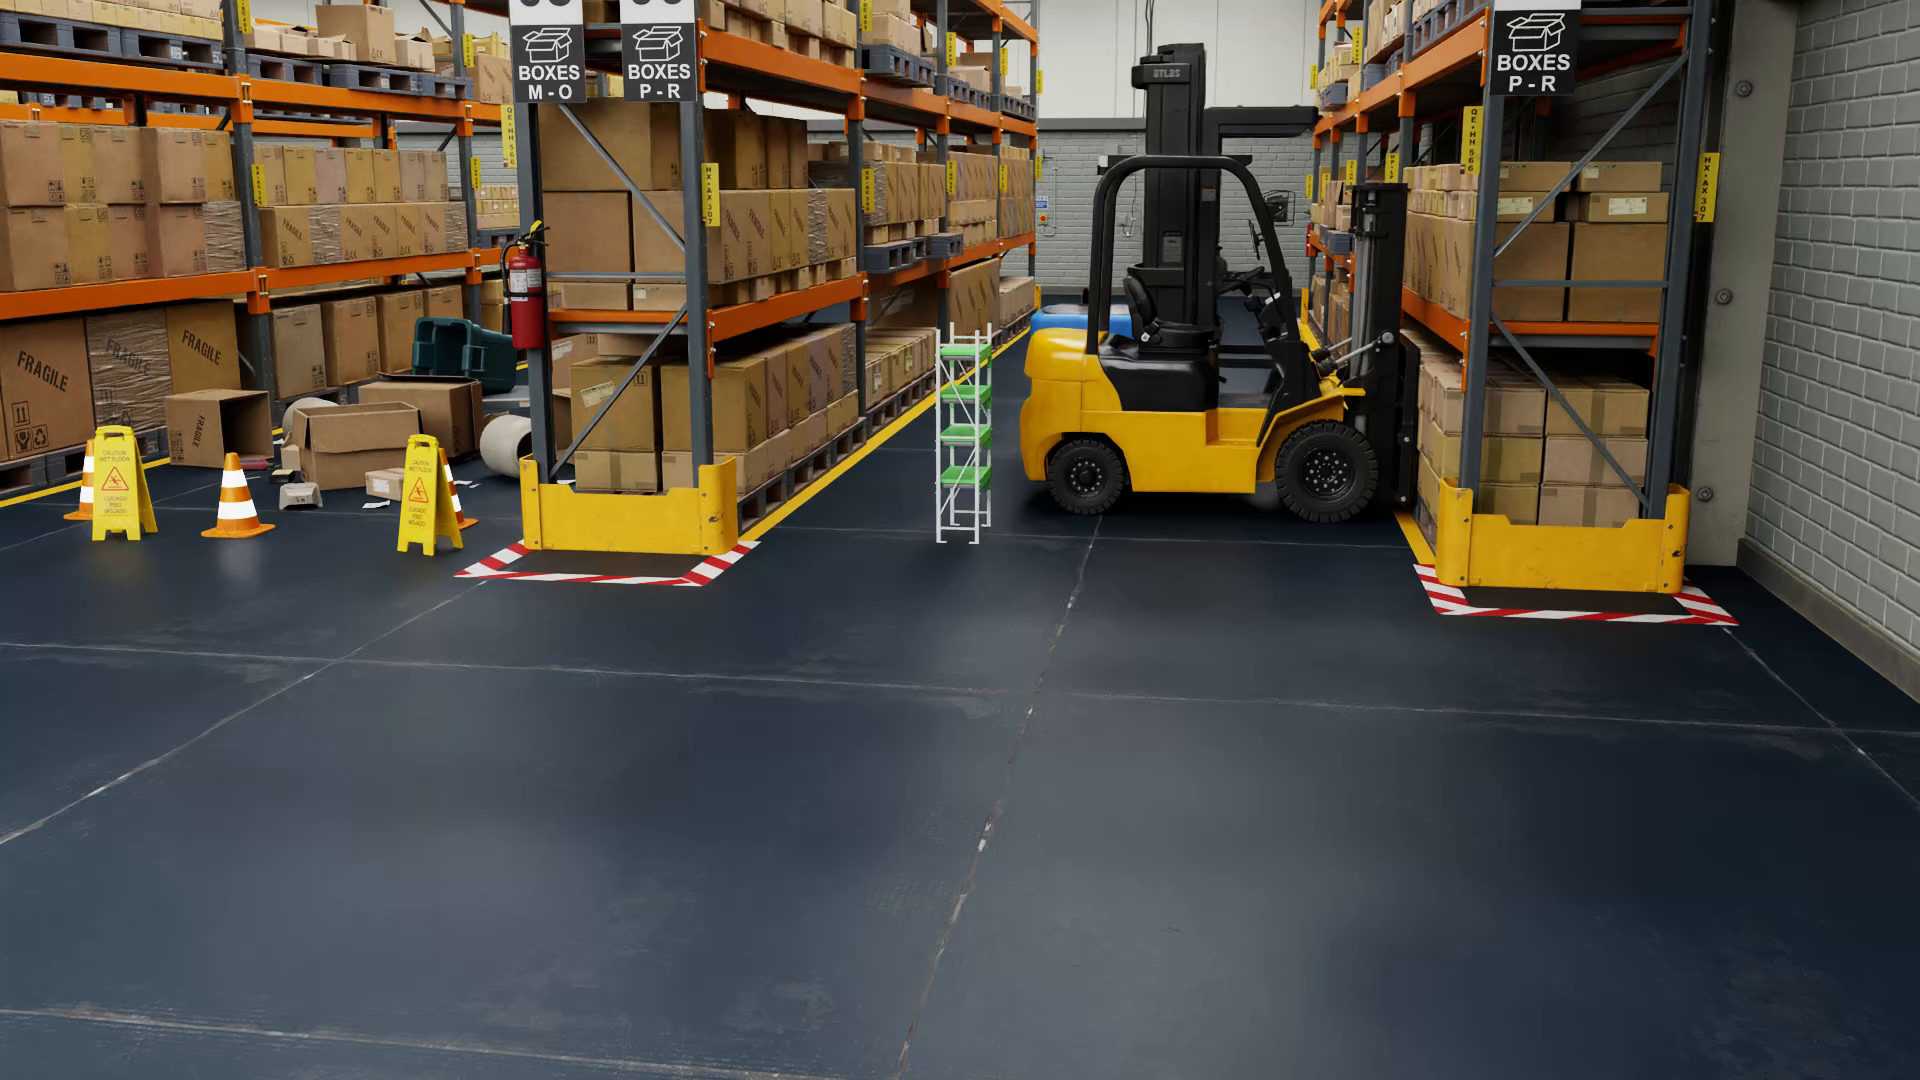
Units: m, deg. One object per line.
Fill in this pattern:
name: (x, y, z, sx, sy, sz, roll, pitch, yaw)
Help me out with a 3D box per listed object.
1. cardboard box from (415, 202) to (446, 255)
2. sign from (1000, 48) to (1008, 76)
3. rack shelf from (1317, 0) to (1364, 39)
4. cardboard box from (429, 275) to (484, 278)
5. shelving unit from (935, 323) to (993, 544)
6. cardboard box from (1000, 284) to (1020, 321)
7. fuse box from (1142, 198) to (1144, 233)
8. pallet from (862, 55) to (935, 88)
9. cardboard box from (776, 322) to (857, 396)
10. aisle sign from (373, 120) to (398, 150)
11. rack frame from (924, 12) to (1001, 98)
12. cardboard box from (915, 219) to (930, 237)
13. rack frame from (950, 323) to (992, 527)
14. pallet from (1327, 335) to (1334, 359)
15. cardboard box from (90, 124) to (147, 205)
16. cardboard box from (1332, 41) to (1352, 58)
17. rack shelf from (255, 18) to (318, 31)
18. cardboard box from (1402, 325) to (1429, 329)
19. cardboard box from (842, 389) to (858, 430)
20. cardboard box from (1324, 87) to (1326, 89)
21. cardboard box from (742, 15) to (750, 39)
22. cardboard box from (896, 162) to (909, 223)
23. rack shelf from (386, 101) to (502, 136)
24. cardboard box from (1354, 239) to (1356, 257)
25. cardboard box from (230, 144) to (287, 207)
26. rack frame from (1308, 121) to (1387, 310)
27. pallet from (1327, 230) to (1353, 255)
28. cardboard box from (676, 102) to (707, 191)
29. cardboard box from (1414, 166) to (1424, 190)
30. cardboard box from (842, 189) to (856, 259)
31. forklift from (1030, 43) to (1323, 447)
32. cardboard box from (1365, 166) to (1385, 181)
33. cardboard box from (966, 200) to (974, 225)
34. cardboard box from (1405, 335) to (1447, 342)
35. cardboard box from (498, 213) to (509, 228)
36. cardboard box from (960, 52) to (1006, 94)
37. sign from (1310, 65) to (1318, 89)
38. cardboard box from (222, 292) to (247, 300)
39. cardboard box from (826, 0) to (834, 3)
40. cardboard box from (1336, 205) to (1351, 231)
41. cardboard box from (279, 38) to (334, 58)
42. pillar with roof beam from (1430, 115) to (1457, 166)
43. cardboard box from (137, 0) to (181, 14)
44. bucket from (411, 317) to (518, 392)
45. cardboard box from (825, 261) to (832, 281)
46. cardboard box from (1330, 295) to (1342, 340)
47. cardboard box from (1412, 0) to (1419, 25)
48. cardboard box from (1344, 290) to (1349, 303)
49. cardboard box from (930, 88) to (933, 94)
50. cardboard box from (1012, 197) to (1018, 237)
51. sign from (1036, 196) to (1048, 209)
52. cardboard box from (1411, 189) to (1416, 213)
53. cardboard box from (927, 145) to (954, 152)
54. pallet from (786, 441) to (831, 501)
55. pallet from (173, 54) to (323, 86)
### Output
cardboard box: (-5.415, -3.065, 16.360, 0.500, 0.500, 0.500, 2, 12, 9)
sign: (0.527, -5.773, 20.069, 0.100, 0.325, 0.005, 2, 12, 9)
rack shelf: (5.202, -6.752, 21.178, 1.077, 0.370, 4.000, 2, 12, 9)
cardboard box: (-5.620, -2.829, 18.657, 0.500, 0.250, 0.500, 2, 12, 9)
shelving unit: (0.025, -0.621, 9.527, 0.258, 1.200, 0.503, 2, 12, 9)
cardboard box: (0.329, -3.182, 22.225, 0.875, 0.438, 0.875, 2, 12, 7)
fuse box: (3.501, -5.195, 29.537, 0.539, 1.711, 0.414, 2, 12, 9)
pallet: (-0.885, -3.966, 14.103, 1.213, 0.211, 1.003, 2, 12, 9)
cardboard box: (-1.067, -1.347, 12.372, 0.500, 0.500, 0.500, 2, 12, 8)
aisle sign: (-8.880, -6.346, 25.649, 0.394, 0.787, 0.004, 2, 12, 9)
rack frame: (-0.011, -6.849, 19.912, 1.000, 3.000, 0.127, 2, 12, 9)
cardboard box: (-0.483, -2.868, 15.281, 0.380, 0.149, 0.250, 2, 12, 10)
rack frame: (0.063, -0.672, 9.763, 0.240, 1.200, 0.015, 2, 12, 9)
pallet: (4.806, -2.222, 19.304, 1.003, 0.211, 1.213, 2, 12, 9)
cardboard box: (-6.427, -2.689, 11.933, 0.875, 0.550, 0.550, 2, 12, 9)
cardboard box: (4.503, -5.650, 19.144, 0.396, 0.266, 0.258, 2, 12, 8)
rack shelf: (-9.496, -7.039, 23.452, 1.077, 0.370, 4.000, 2, 12, 9)
cardboard box: (3.860, -1.405, 13.534, 0.875, 0.625, 0.625, 2, 12, 8)
cardboard box: (-1.067, -0.980, 12.451, 0.500, 0.250, 0.500, 2, 12, 11)
cardboard box: (4.966, -5.723, 21.457, 0.500, 0.250, 0.500, 2, 12, 8)
cardboard box: (-1.444, -2.984, 9.696, 0.380, 0.149, 0.250, 2, 12, 8)
cardboard box: (-0.720, -2.945, 14.100, 0.500, 0.500, 0.500, 2, 12, 8)
rack shelf: (-5.225, -4.754, 19.019, 1.077, 0.370, 4.000, 2, 12, 9)
cardboard box: (3.969, -2.766, 15.562, 0.500, 0.250, 0.500, 2, 12, 9)
cardboard box: (-6.078, -3.031, 13.828, 0.700, 0.500, 0.500, 2, 12, 8)
rack frame: (5.509, -4.589, 23.665, 1.000, 3.000, 0.127, 2, 12, 9)
pallet: (4.314, -2.973, 16.624, 1.213, 0.211, 1.003, 2, 12, 9)
cardboard box: (-1.908, -2.320, 9.820, 0.700, 0.500, 0.500, 2, 12, 9)
cardboard box: (3.199, -2.384, 10.954, 0.380, 0.149, 0.250, 2, 12, 10)
cardboard box: (-1.064, -2.344, 12.308, 0.500, 0.500, 0.500, 2, 12, 7)
forklift: (2.060, -2.045, 12.025, 3.031, 2.935, 1.130, 2, 12, 10)
cardboard box: (5.386, -4.496, 21.106, 0.500, 0.500, 0.500, 2, 12, 7)
cardboard box: (-0.135, -3.563, 18.075, 0.500, 0.250, 0.500, 2, 12, 8)
cardboard box: (3.191, -1.244, 11.302, 0.500, 0.250, 0.500, 2, 12, 9)
cardboard box: (-5.182, -3.504, 18.231, 0.380, 0.149, 0.250, 3, 12, 11)
cardboard box: (0.287, -5.801, 20.700, 0.500, 0.500, 0.500, 2, 12, 10)
sign: (4.973, -6.500, 23.339, 0.100, 0.325, 0.005, 2, 12, 9)
cardboard box: (-9.882, -3.270, 21.593, 1.225, 0.875, 0.875, 2, 12, 9)
cardboard box: (-1.077, -3.745, 11.334, 0.380, 0.149, 0.250, 2, 12, 10)
cardboard box: (4.121, -3.285, 16.977, 0.500, 0.250, 0.500, 1, 12, 6)
cardboard box: (-5.676, -4.271, 14.434, 0.380, 0.149, 0.250, 2, 12, 9)
pillar with roof beam: (1.638, -6.944, 20.354, 9.100, 9.000, 0.400, 2, 12, 9)
cardboard box: (-6.048, -3.967, 12.075, 0.500, 0.250, 0.500, 2, 12, 8)
bucket: (-3.891, -1.430, 13.170, 0.726, 0.611, 0.620, 7, 4, 28)
cardboard box: (-1.138, -1.947, 12.005, 0.380, 0.149, 0.250, 2, 12, 9)
cardboard box: (4.525, -2.535, 19.072, 0.500, 0.500, 0.500, 2, 12, 8)
cardboard box: (3.295, -3.605, 11.342, 0.380, 0.149, 0.250, 2, 12, 10)
cardboard box: (4.336, -2.610, 17.881, 0.380, 0.149, 0.250, 1, 12, 6)
cardboard box: (-0.467, -4.355, 16.055, 0.380, 0.149, 0.250, 2, 12, 9)
cardboard box: (0.484, -4.262, 21.913, 0.500, 0.500, 0.500, 2, 12, 9)
sign: (1.410, -6.070, 29.896, 0.327, 0.218, 0.001, 2, 12, 9)
cardboard box: (3.193, -2.241, 10.994, 0.380, 0.149, 0.250, 2, 12, 10)
cardboard box: (-0.278, -4.845, 20.705, 0.380, 0.149, 0.250, 2, 12, 7)
pallet: (-1.495, -0.492, 11.275, 1.003, 0.211, 1.213, 2, 12, 9)
pallet: (-6.056, -3.955, 14.061, 0.805, 0.209, 1.217, 1, 12, 6)
